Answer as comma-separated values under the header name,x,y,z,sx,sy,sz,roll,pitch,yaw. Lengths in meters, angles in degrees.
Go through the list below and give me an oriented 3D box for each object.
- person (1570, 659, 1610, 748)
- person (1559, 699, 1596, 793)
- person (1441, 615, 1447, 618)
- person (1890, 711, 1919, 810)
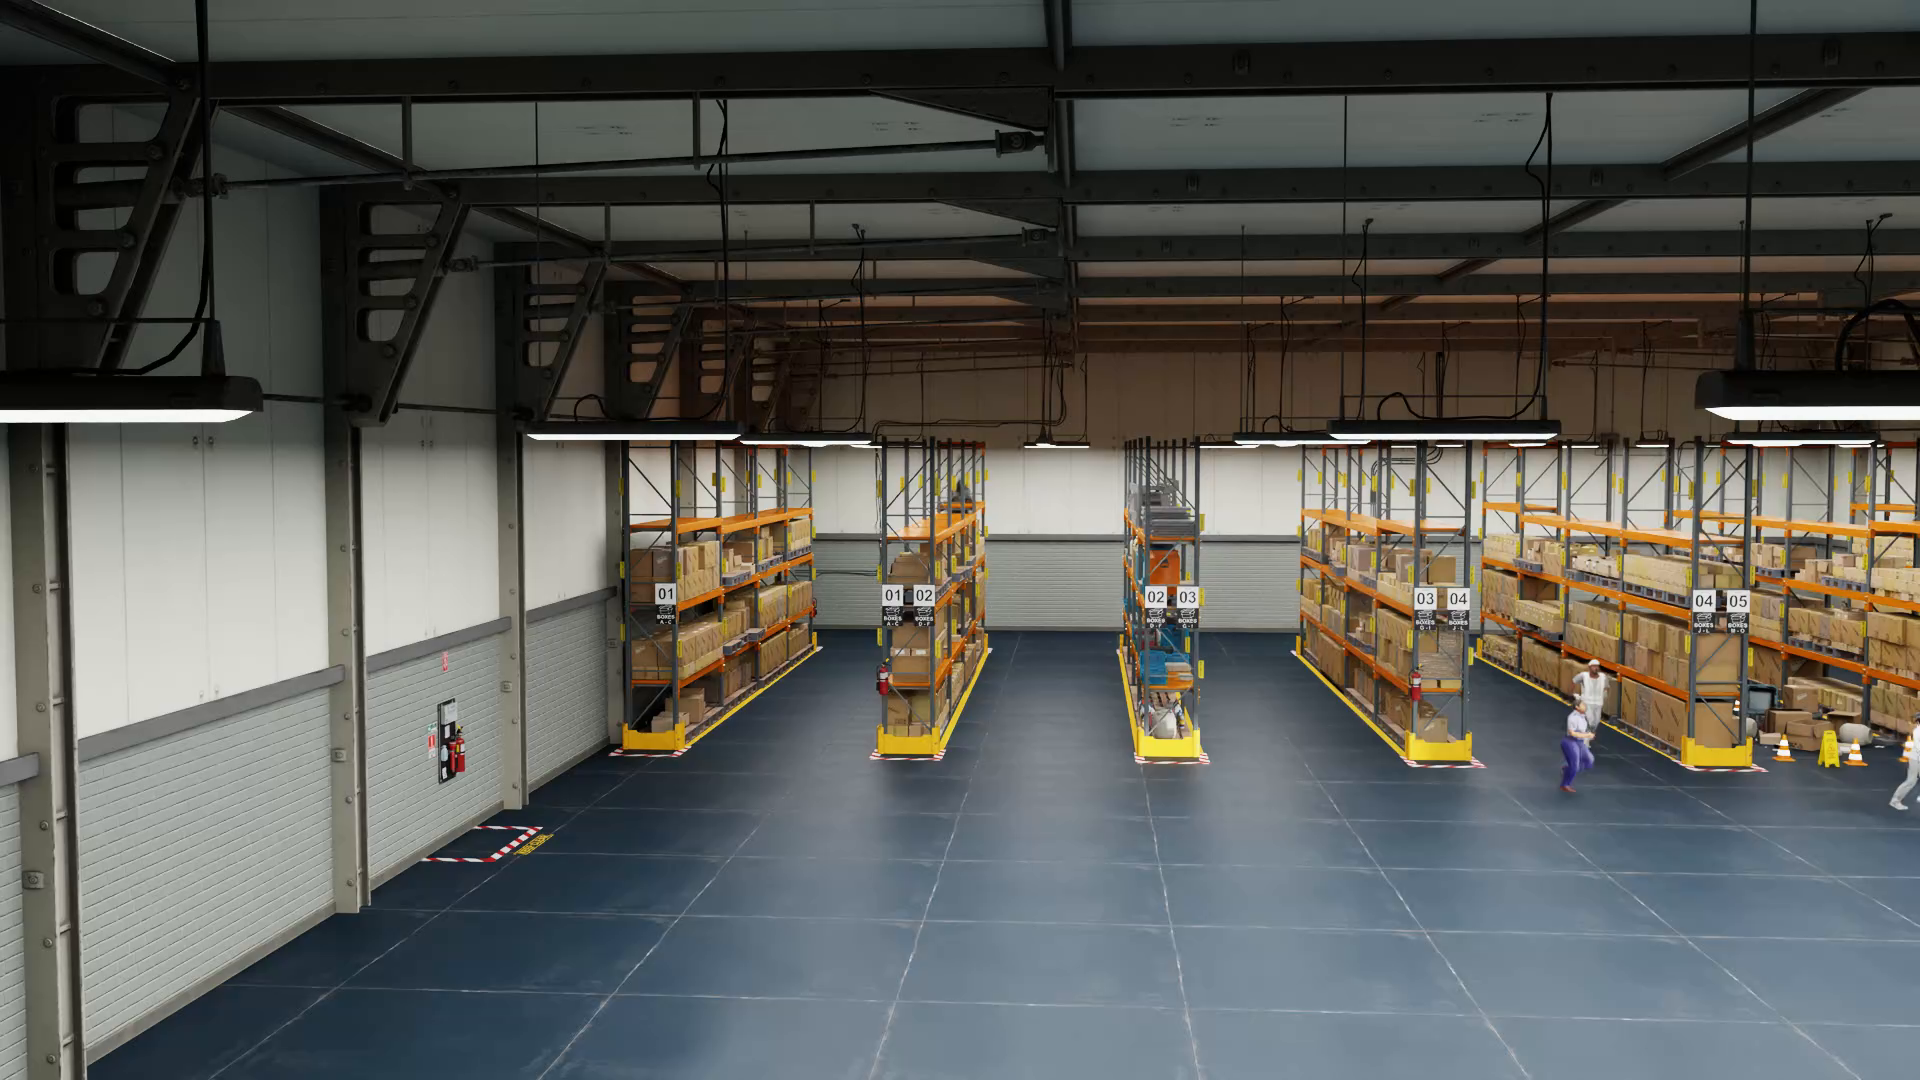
name,x,y,z,sx,sy,sz,roll,pitch,yaw
person,12.065,3.136,31.729,0.674,1.732,0.681,0,3,-3
person,10.345,3.441,27.810,0.624,1.598,0.645,3,4,40
person,13.265,2.436,46.034,0.700,1.651,0.543,1,3,17
person,15.148,3.468,26.183,0.622,1.670,0.827,-2,4,-33
